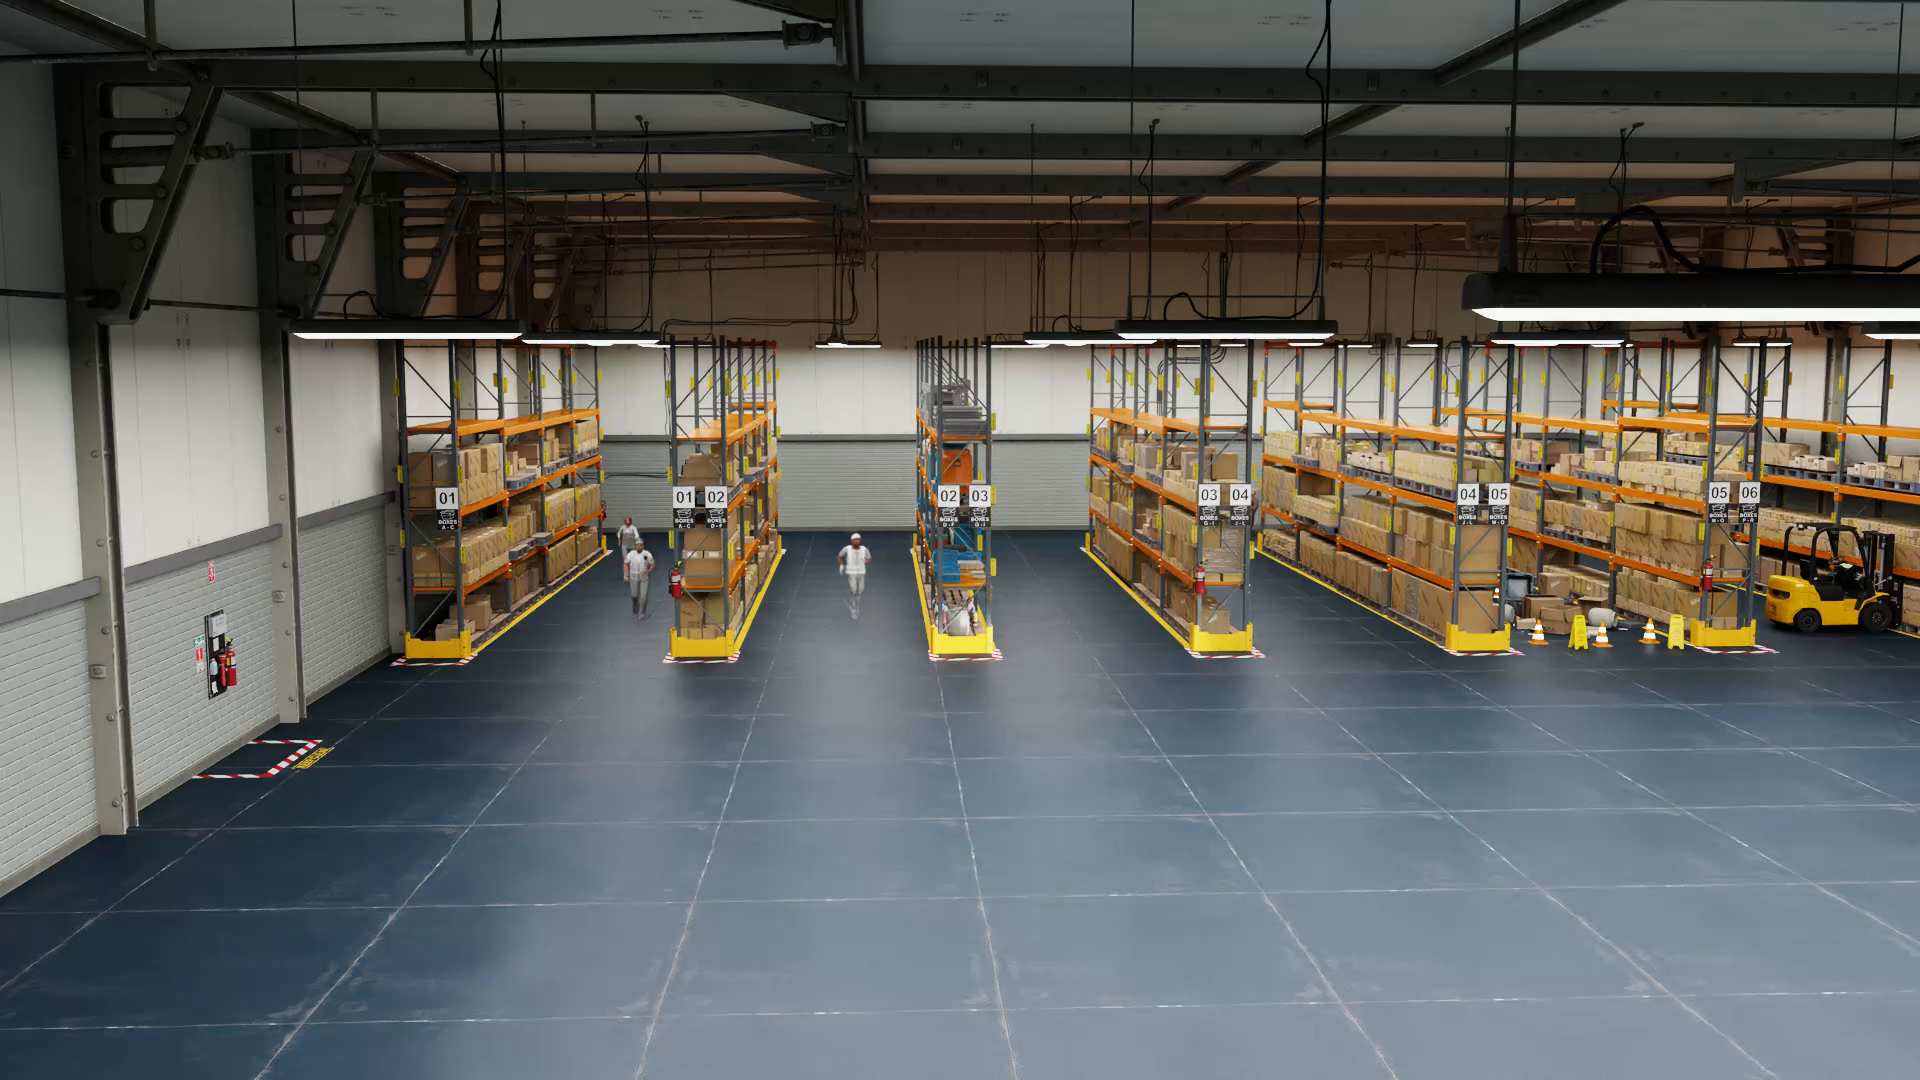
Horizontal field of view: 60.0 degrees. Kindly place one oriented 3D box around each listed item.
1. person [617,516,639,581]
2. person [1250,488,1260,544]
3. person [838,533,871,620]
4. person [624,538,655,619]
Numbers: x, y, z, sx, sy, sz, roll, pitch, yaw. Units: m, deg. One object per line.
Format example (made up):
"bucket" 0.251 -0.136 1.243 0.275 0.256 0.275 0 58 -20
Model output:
"person" -8.293 0.191 41.583 0.537 1.585 0.894 -1 7 -10
"person" 8.456 -0.656 48.696 0.869 1.735 0.752 -1 7 -12
"person" -2.240 0.774 35.748 0.663 1.847 0.783 -2 7 -21
"person" -6.859 0.824 35.570 0.665 1.733 0.593 -1 7 -8
